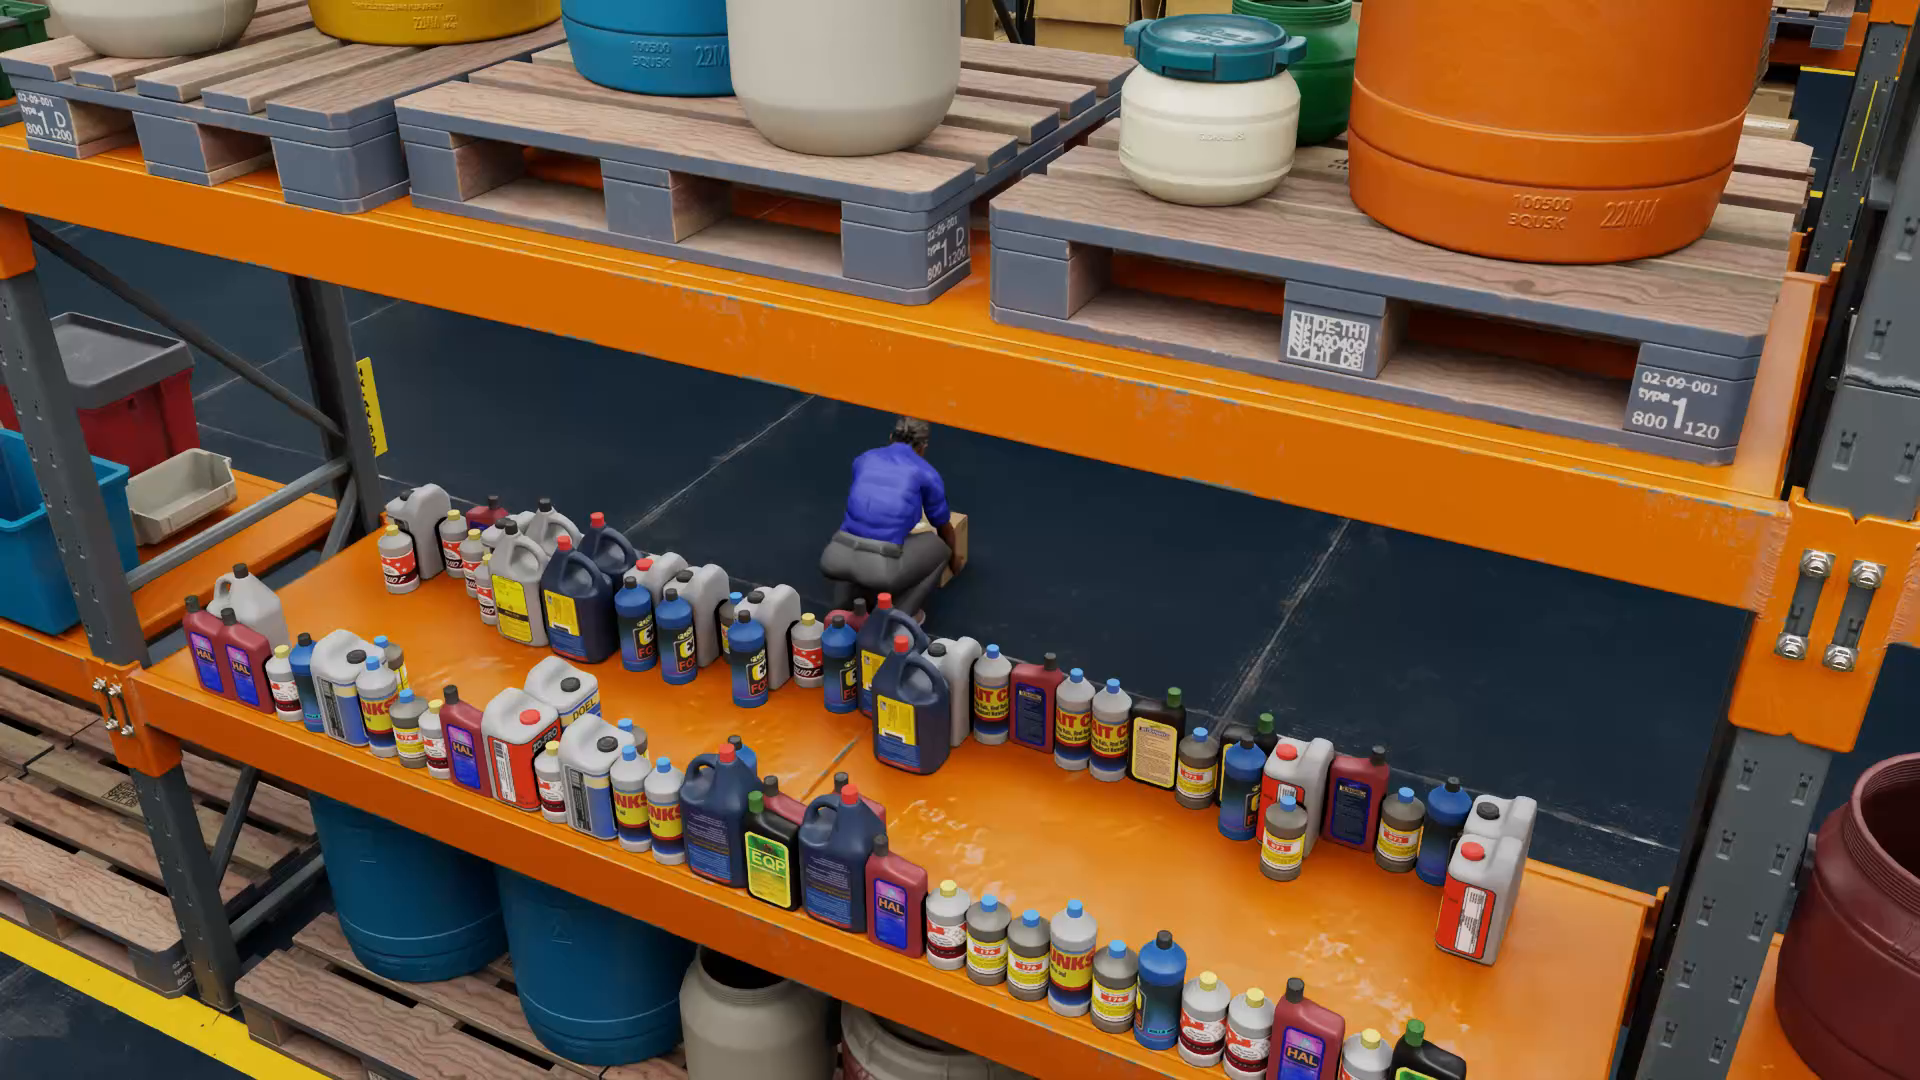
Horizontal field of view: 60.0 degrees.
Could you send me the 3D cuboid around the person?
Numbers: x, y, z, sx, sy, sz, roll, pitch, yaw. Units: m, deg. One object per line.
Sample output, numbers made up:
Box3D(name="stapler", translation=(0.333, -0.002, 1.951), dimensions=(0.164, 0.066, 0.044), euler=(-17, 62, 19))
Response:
Box3D(name="person", translation=(-0.292, -0.042, 7.100), dimensions=(0.479, 0.809, 0.824), euler=(15, 33, 23))
